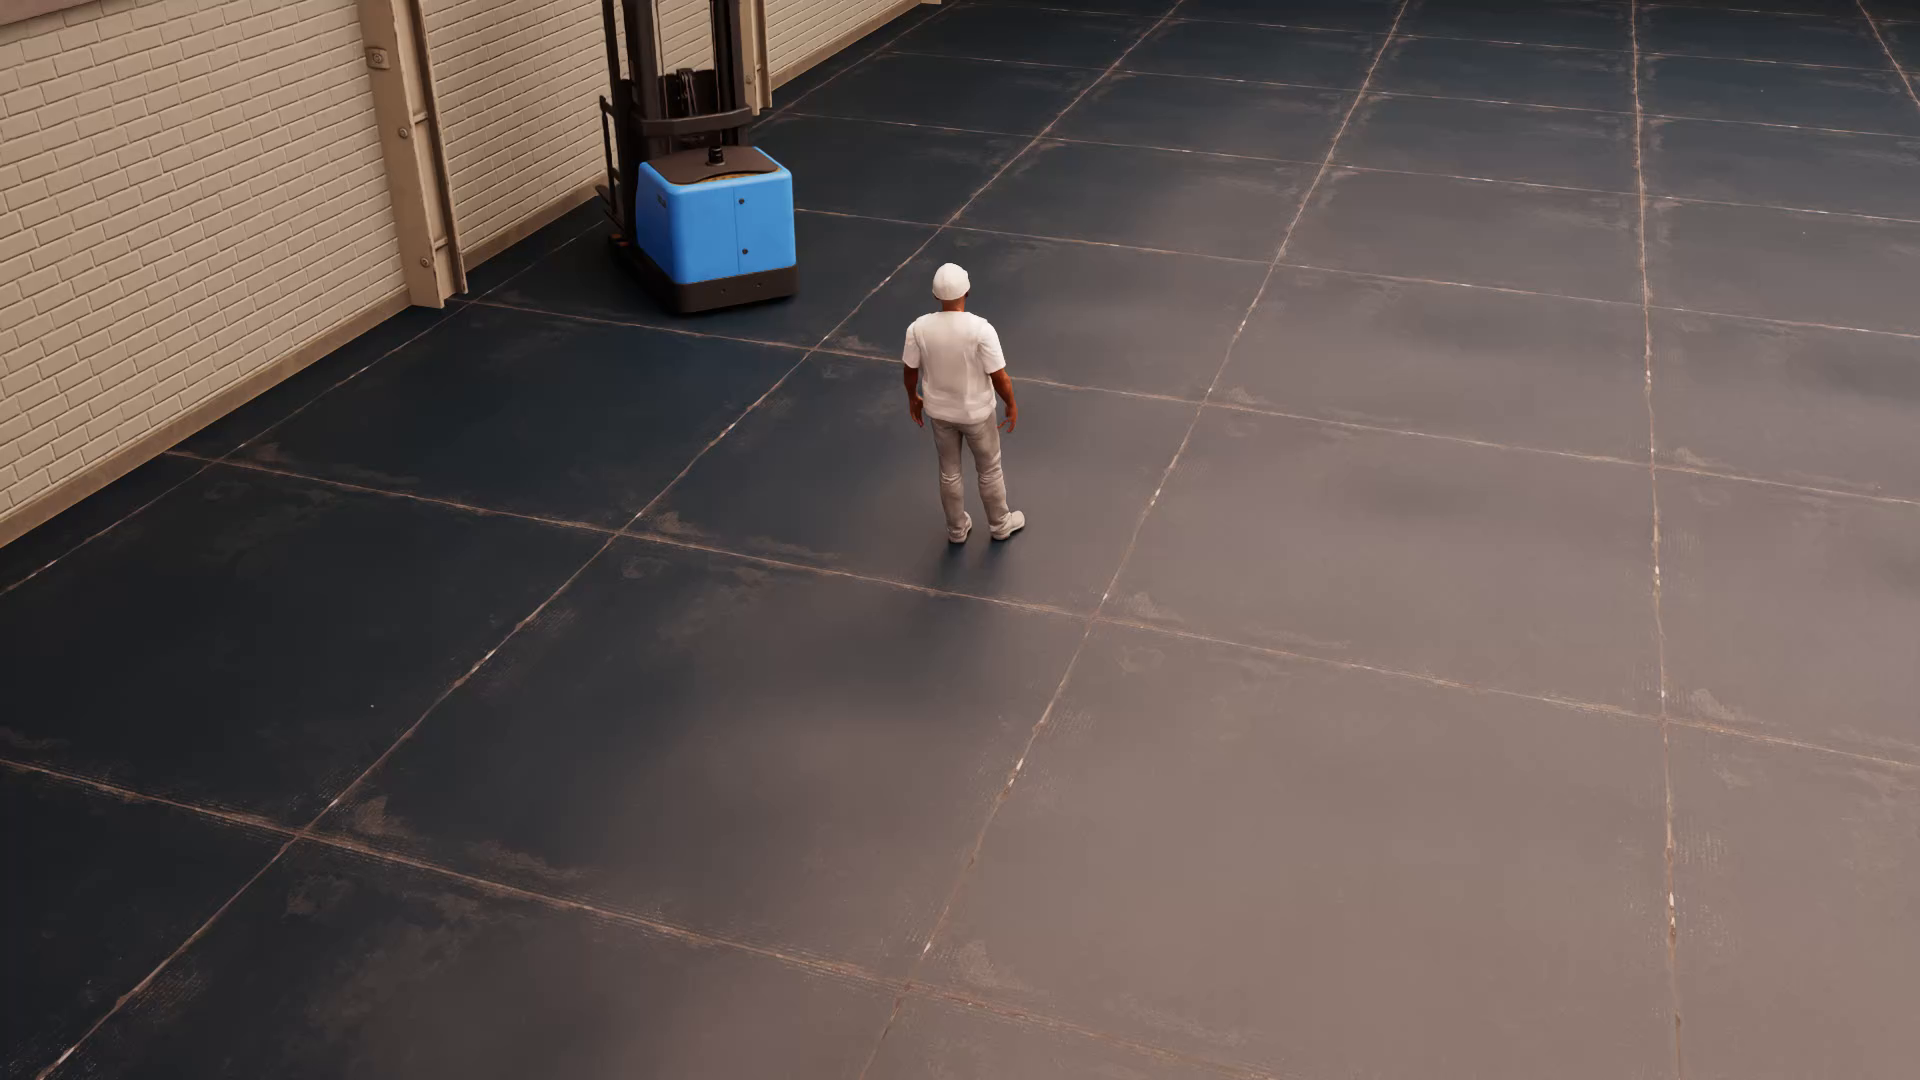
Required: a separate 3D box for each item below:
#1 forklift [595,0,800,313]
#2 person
[{"bbox_3d":[-2.409,-3.765,13.742,1.130,2.935,3.031,-14,32,-23],"label":"forklift"},{"bbox_3d":[0.027,-0.805,9.712,0.666,1.768,0.575,10,31,16],"label":"person"}]
